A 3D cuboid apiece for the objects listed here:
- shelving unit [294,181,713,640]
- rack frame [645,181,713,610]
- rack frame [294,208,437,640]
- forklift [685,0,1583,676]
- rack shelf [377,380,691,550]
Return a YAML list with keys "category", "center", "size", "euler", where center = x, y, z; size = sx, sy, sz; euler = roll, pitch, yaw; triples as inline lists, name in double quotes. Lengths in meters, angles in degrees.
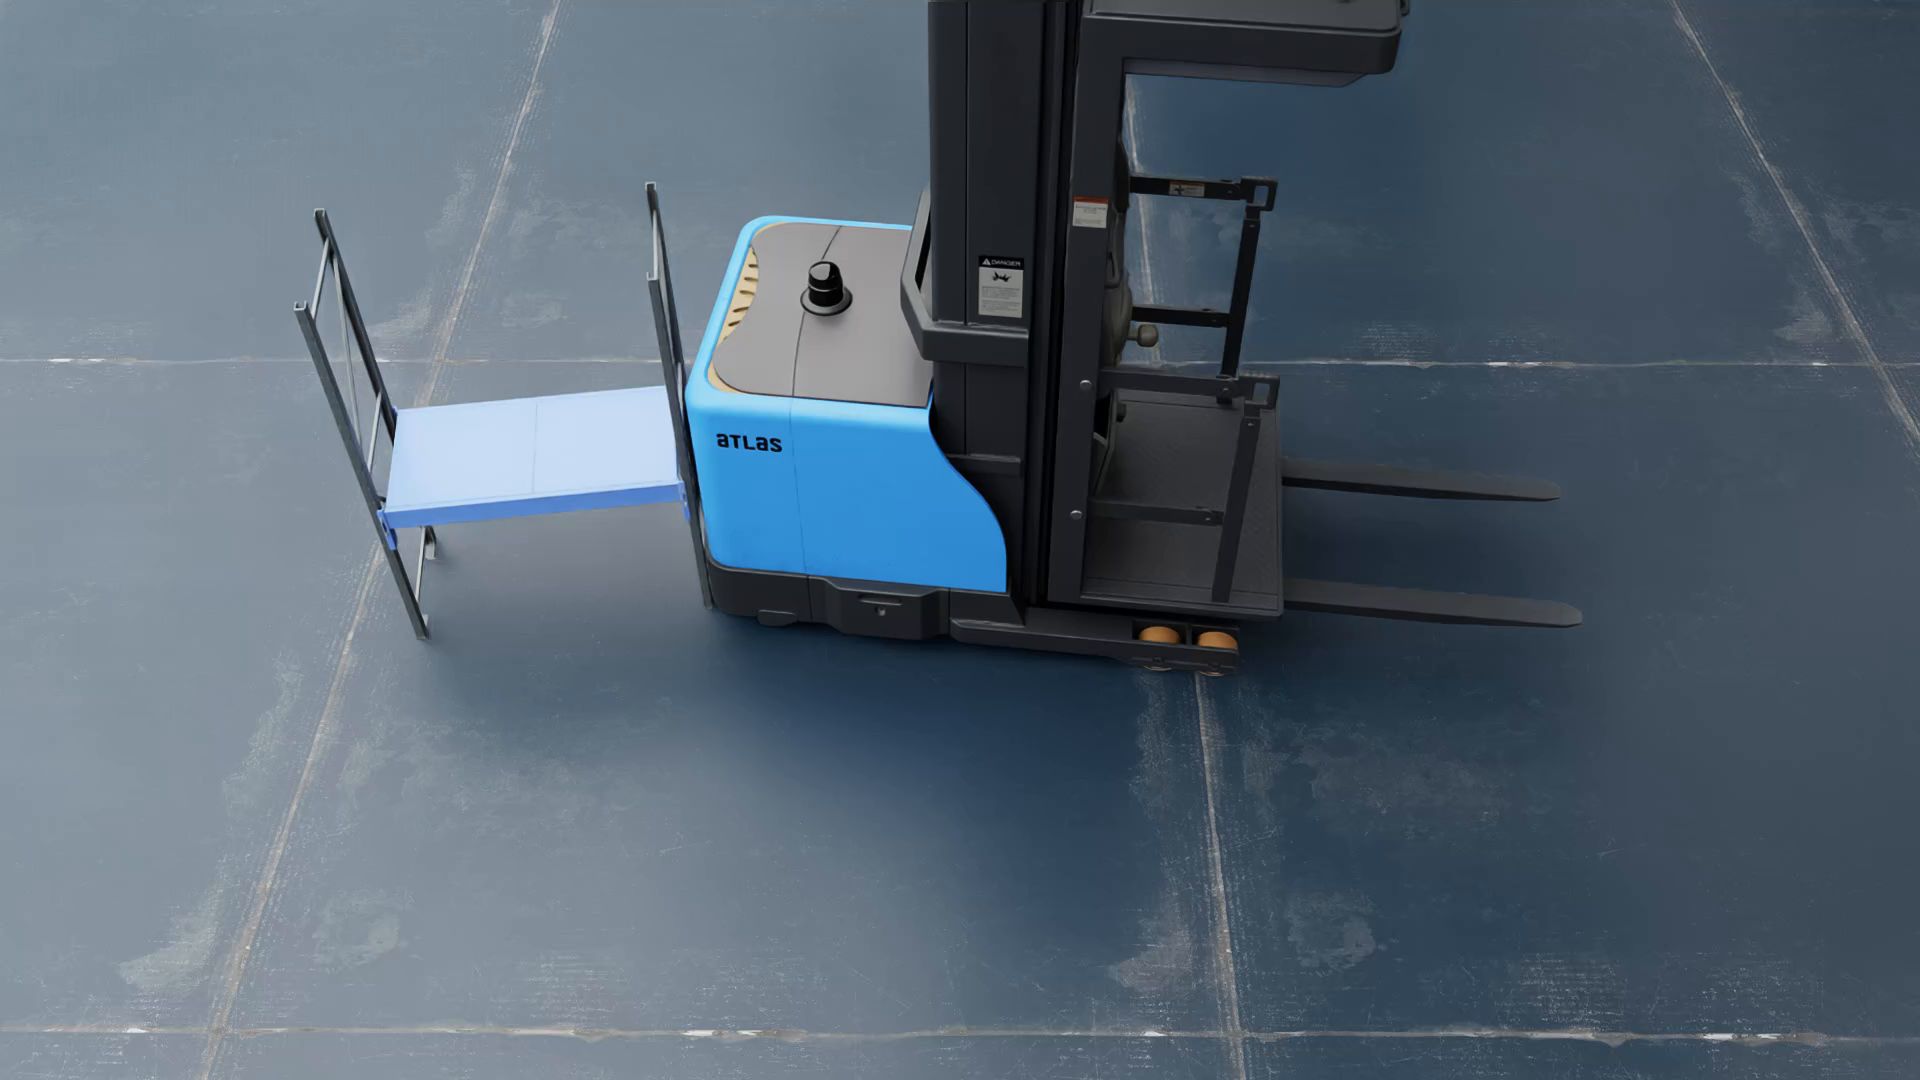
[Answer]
- category: "shelving unit"
  center: [-1.447, -0.388, 5.587]
  size: [1.048, 1.500, 0.538]
  euler: [-6, 47, -5]
- category: "rack frame"
  center: [-0.944, -0.440, 5.635]
  size: [0.032, 1.500, 0.500]
  euler: [-6, 47, -5]
- category: "rack frame"
  center: [-1.951, -0.337, 5.539]
  size: [0.032, 1.500, 0.500]
  euler: [-6, 47, -5]
- category: "forklift"
  center: [0.668, -0.939, 5.121]
  size: [3.031, 2.935, 1.130]
  euler: [5, 47, 5]
- category: "rack shelf"
  center: [-1.447, -0.266, 5.718]
  size: [1.000, 0.185, 0.538]
  euler: [-6, 47, -5]
